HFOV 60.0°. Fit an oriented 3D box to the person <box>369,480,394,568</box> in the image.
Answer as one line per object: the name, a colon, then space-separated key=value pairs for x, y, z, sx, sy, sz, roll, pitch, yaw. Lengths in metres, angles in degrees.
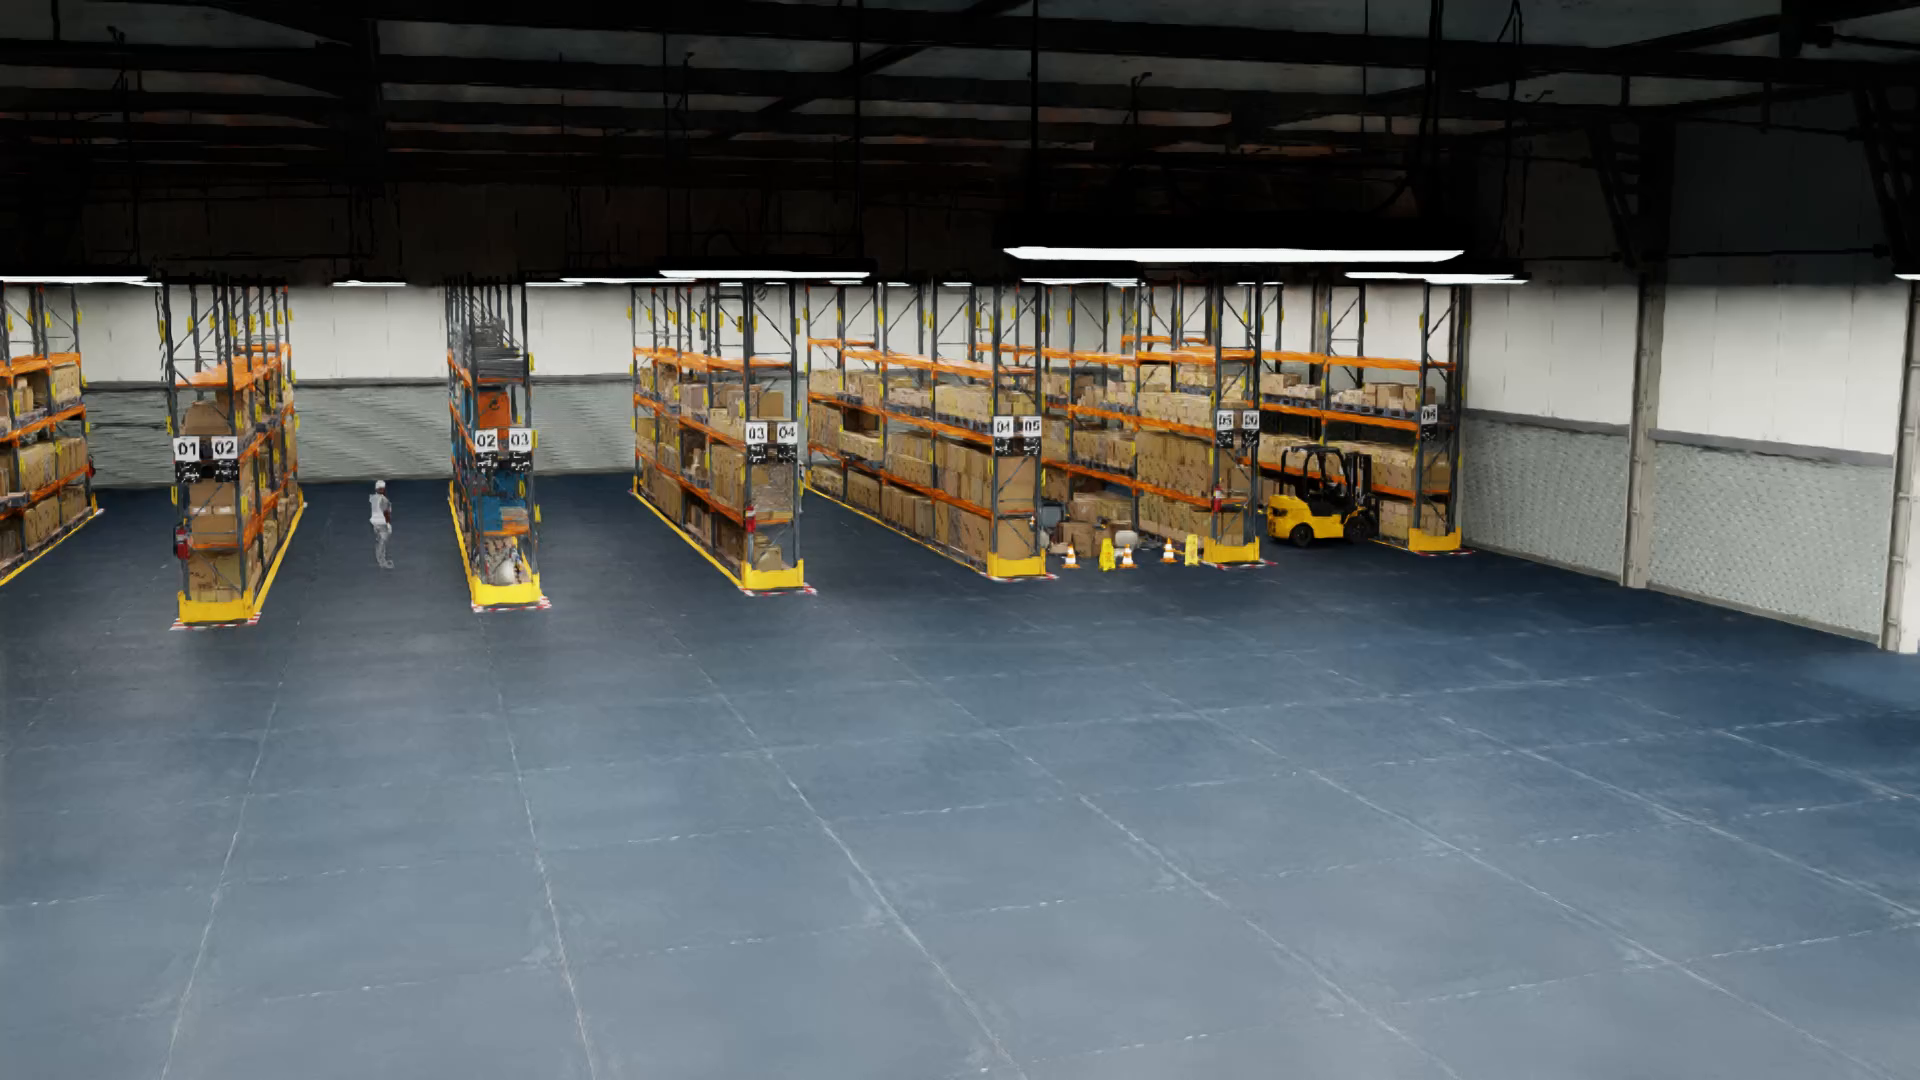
person: x=-11.904 y=-0.347 z=34.329 sx=0.637 sy=1.789 sz=0.475 roll=8 pitch=12 yaw=42

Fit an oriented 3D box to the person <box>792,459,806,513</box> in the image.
person: x=-4.269 y=-1.529 z=42.837 sx=0.636 sy=1.616 sz=0.814 roll=-2 pitch=9 yaw=-13
